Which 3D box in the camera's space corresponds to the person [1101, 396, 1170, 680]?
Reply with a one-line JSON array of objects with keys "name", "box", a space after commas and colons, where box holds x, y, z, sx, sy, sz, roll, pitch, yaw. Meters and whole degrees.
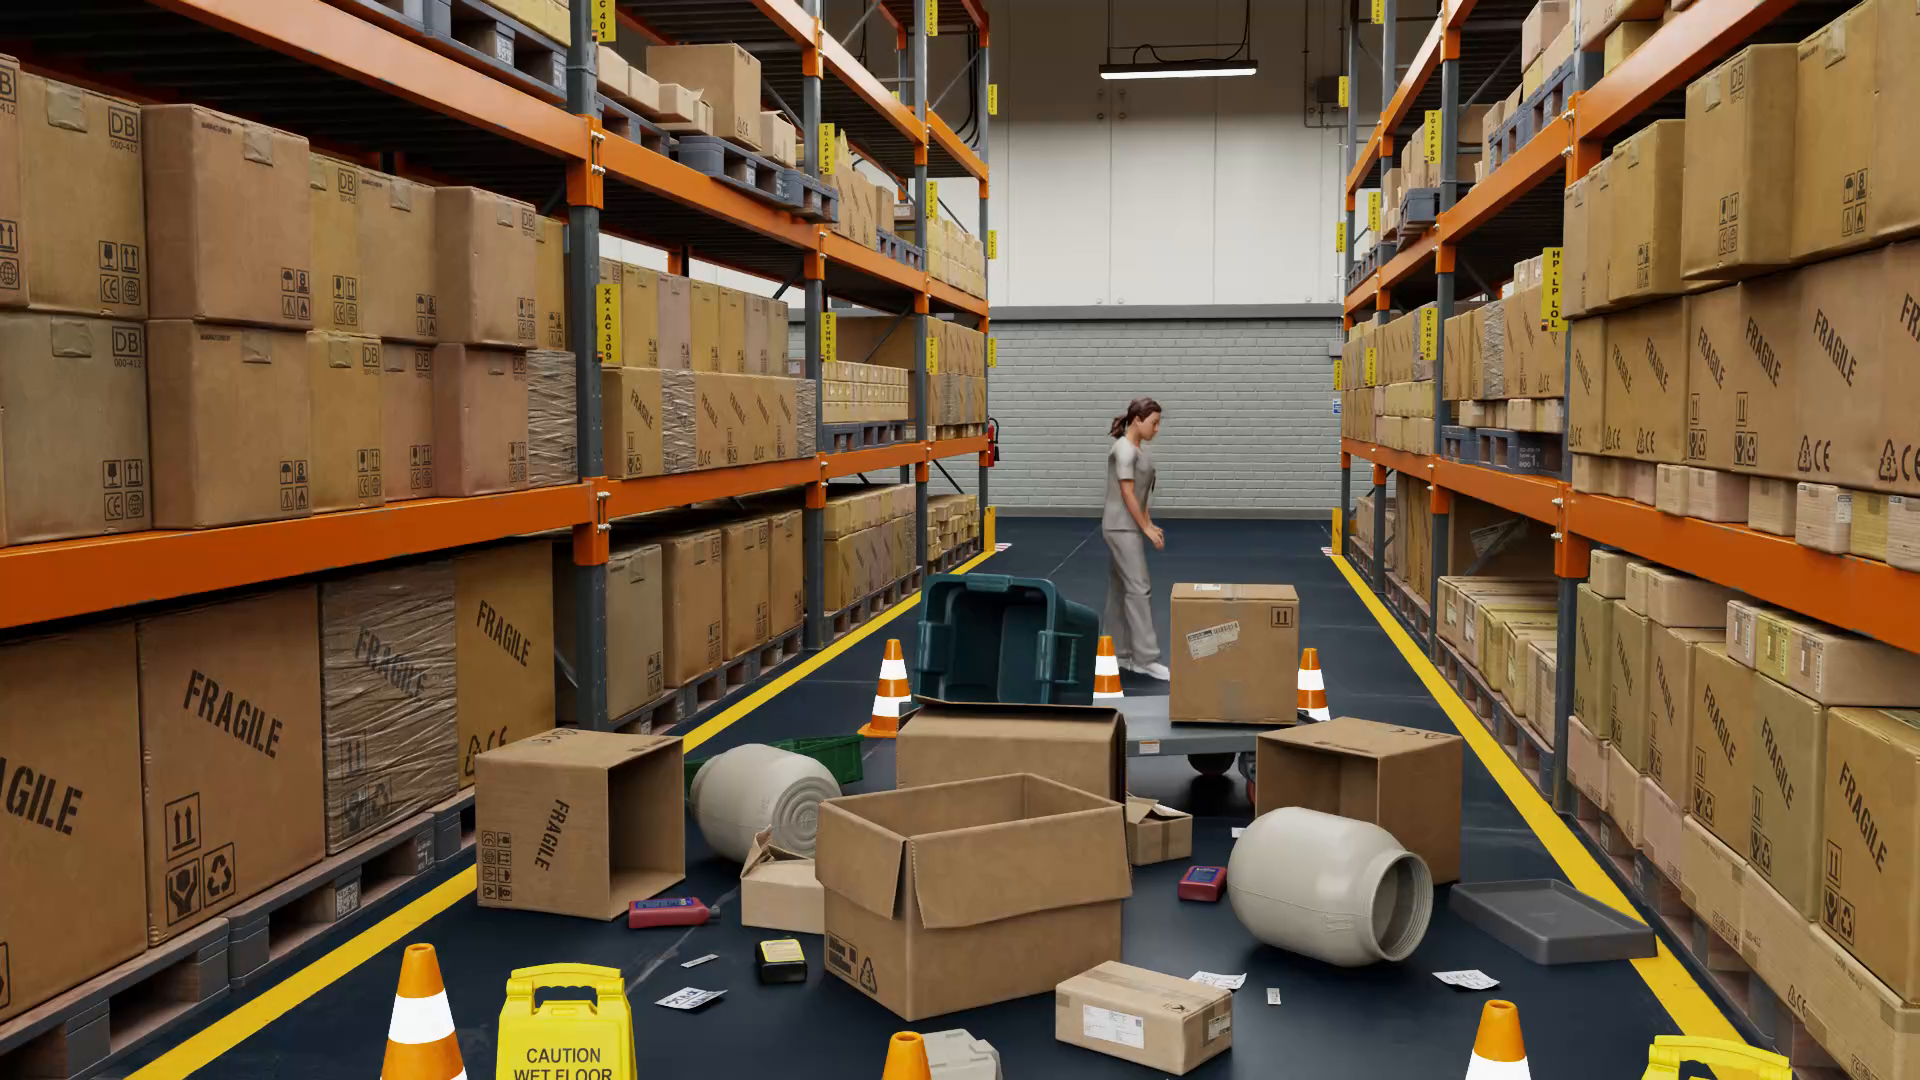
[{"name": "person", "box": [1.101, -0.027, 10.055, 0.522, 1.678, 0.500, 1, 5, 15]}]
